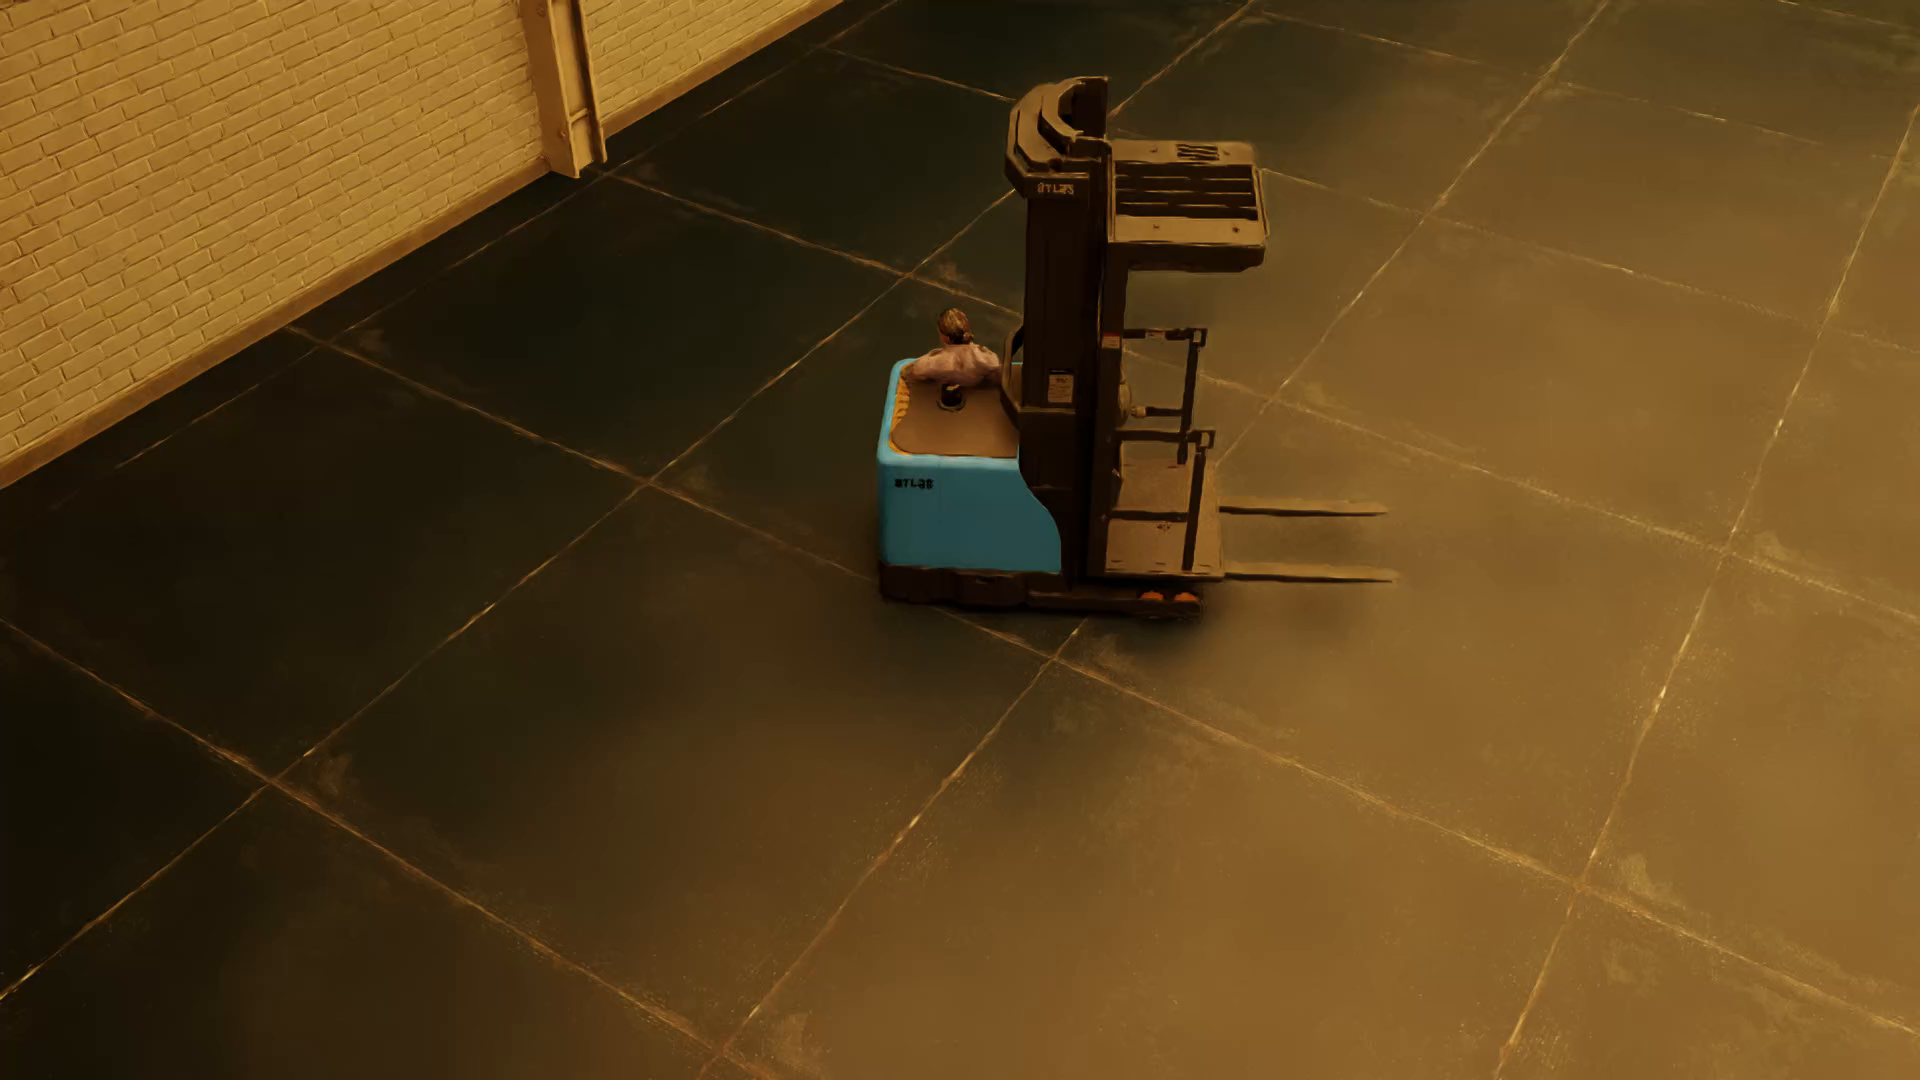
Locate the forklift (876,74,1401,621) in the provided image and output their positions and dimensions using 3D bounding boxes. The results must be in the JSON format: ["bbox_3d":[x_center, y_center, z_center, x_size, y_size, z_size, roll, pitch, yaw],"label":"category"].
[{"bbox_3d":[1.063,-1.006,9.154,3.031,2.935,1.130,3,40,3],"label":"forklift"}]

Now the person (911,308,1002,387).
[{"bbox_3d":[0.019,-0.752,9.887,0.623,1.573,0.706,-8,41,-10],"label":"person"}]
